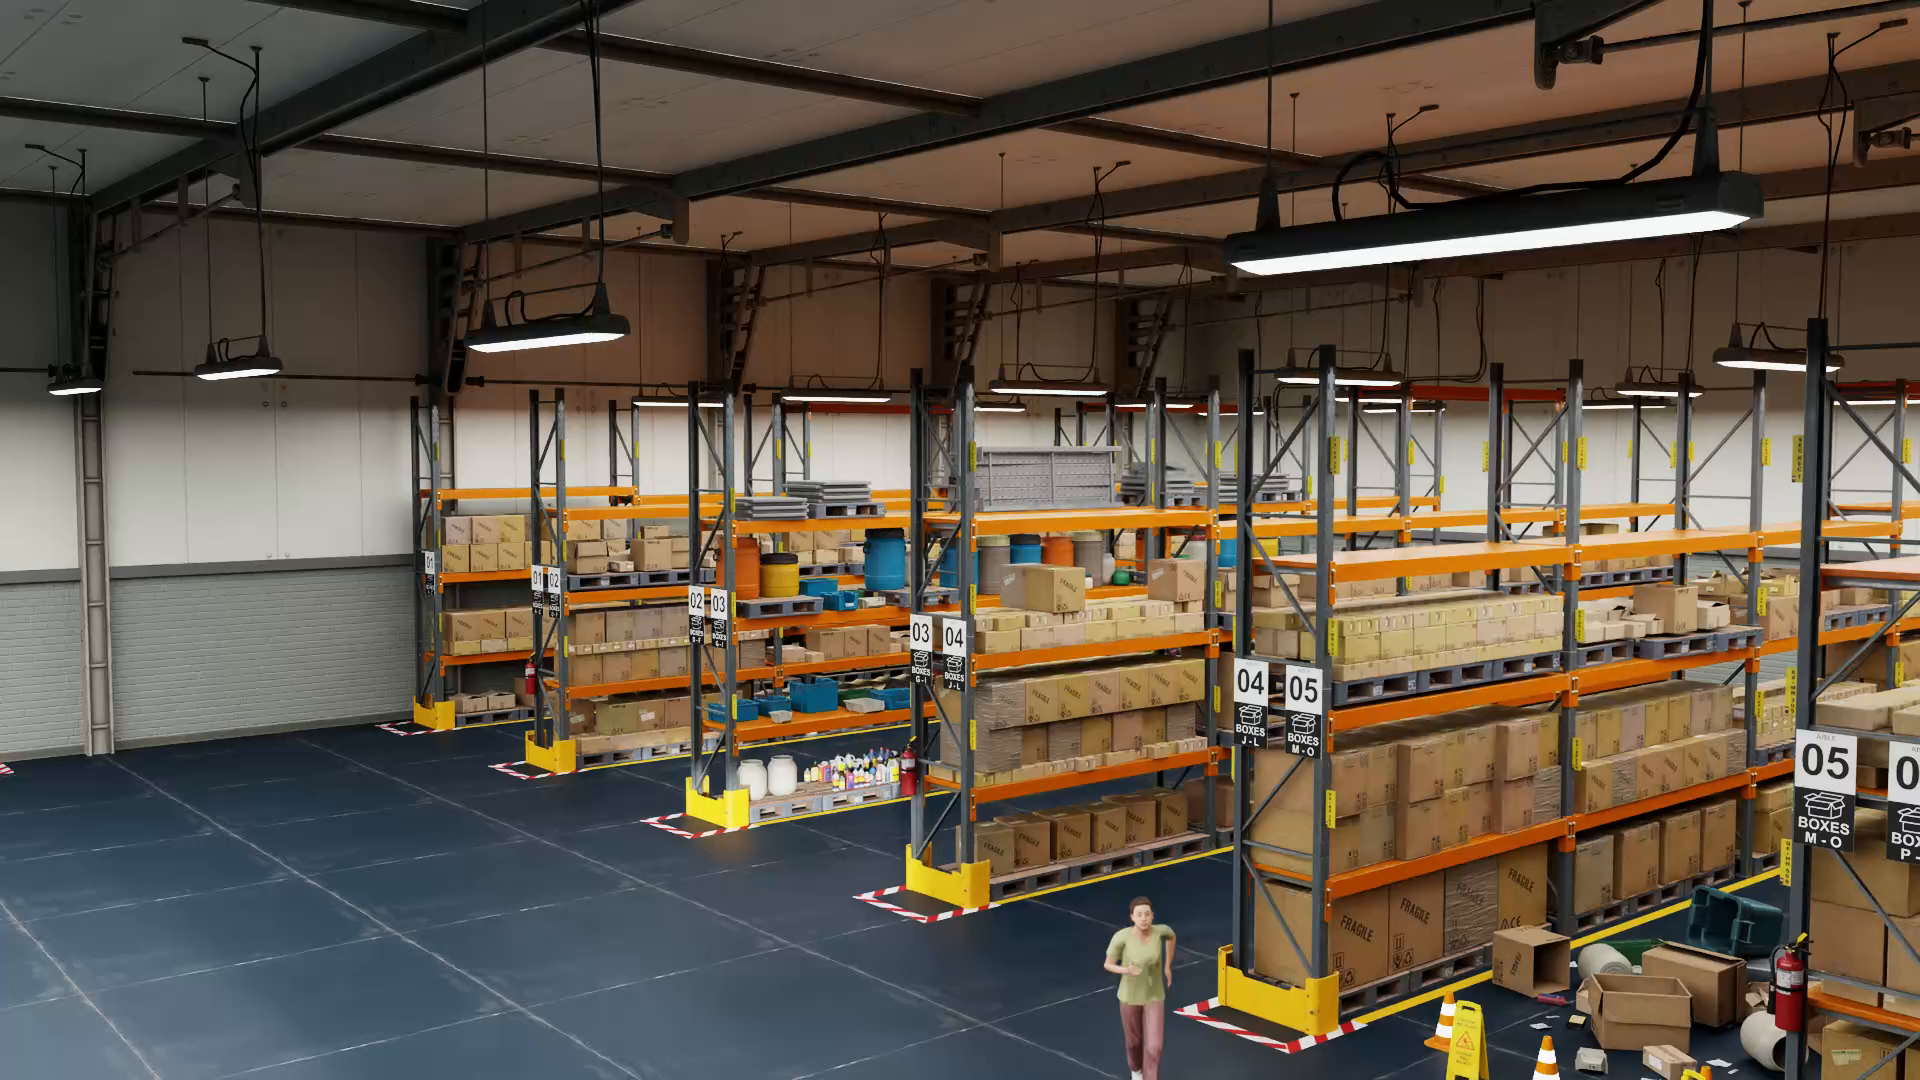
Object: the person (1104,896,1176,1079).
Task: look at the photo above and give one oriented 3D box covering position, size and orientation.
[{"bbox_3d":[1.393,3.584,12.862,0.574,1.730,0.895,0,3,2],"label":"person"}]
